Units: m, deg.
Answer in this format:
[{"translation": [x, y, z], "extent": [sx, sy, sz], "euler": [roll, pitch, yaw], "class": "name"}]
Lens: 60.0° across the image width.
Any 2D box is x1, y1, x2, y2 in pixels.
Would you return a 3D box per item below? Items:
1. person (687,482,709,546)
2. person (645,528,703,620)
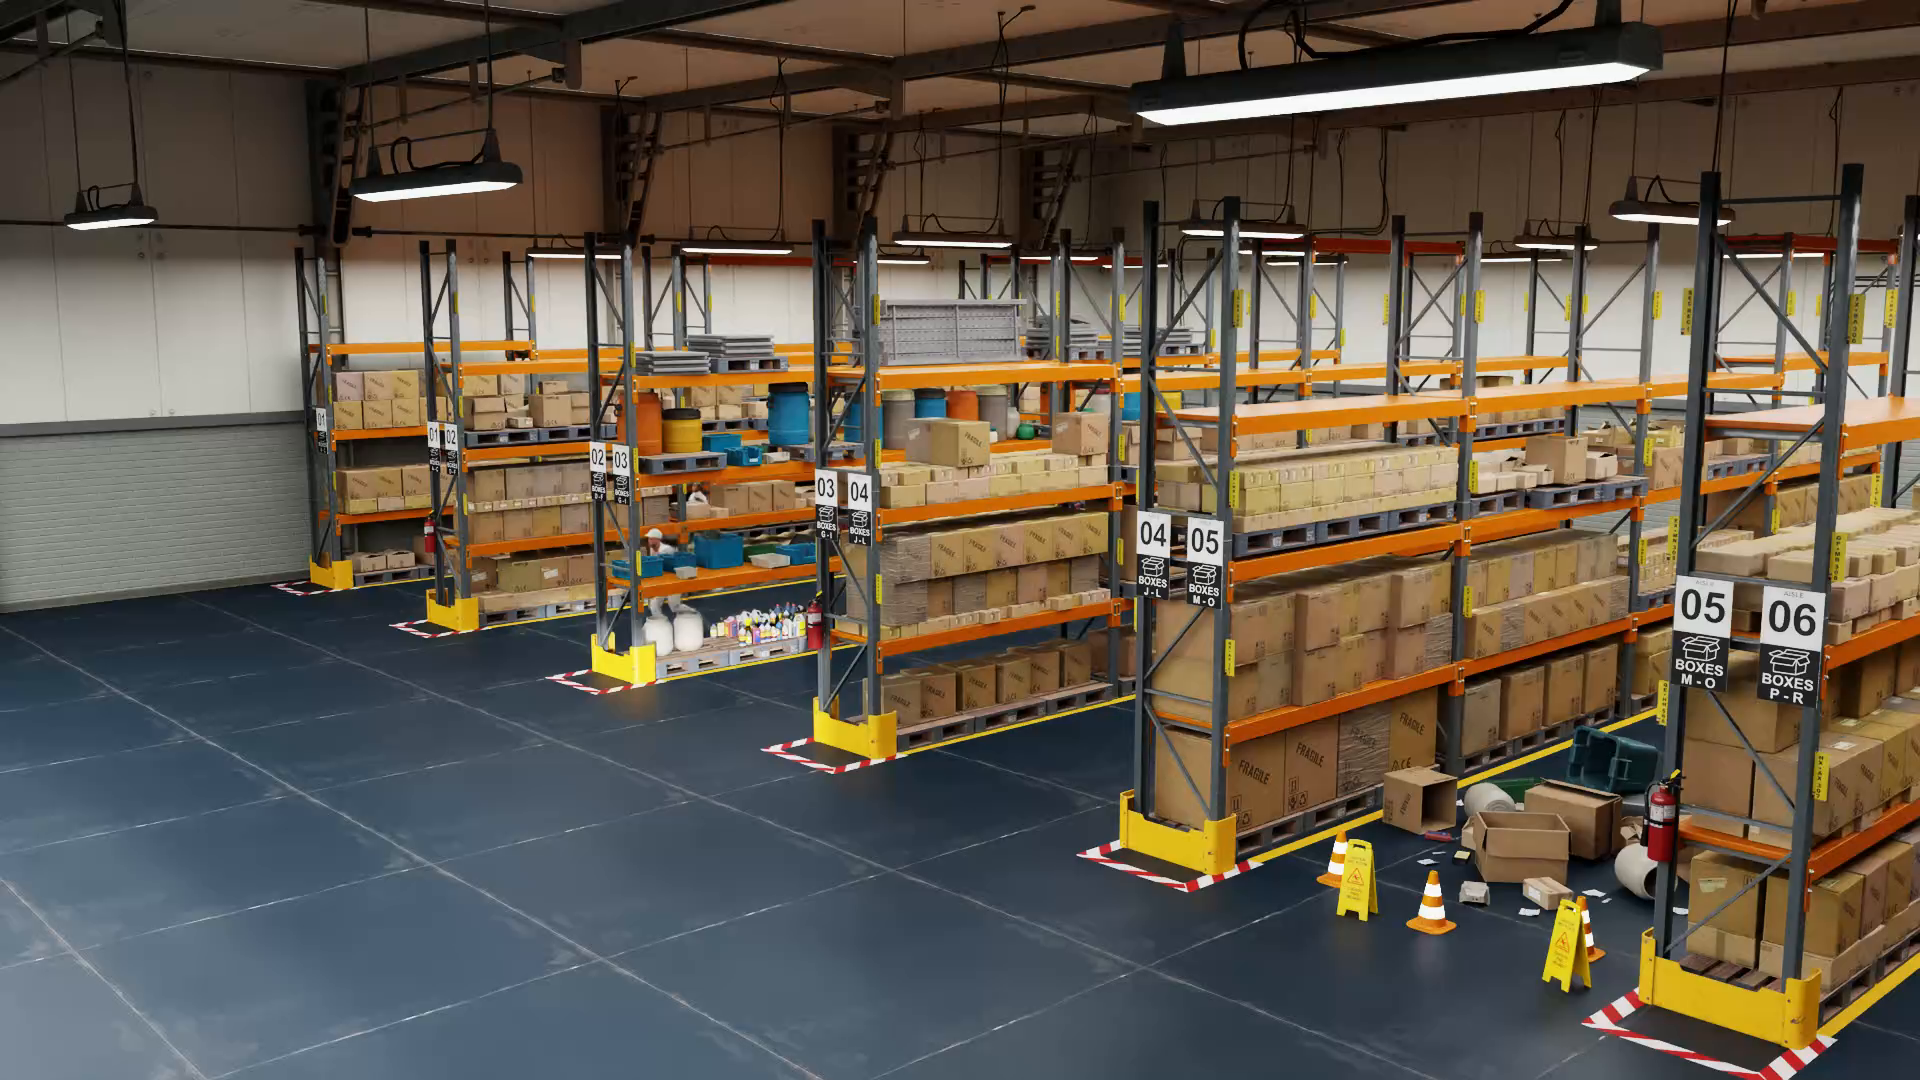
[{"translation": [-4.993, -0.332, 31.649], "extent": [0.878, 1.708, 0.599], "euler": [-8, 12, -43], "class": "person"}, {"translation": [-4.306, 0.678, 24.945], "extent": [0.996, 1.782, 0.670], "euler": [-8, 11, -43], "class": "person"}]
